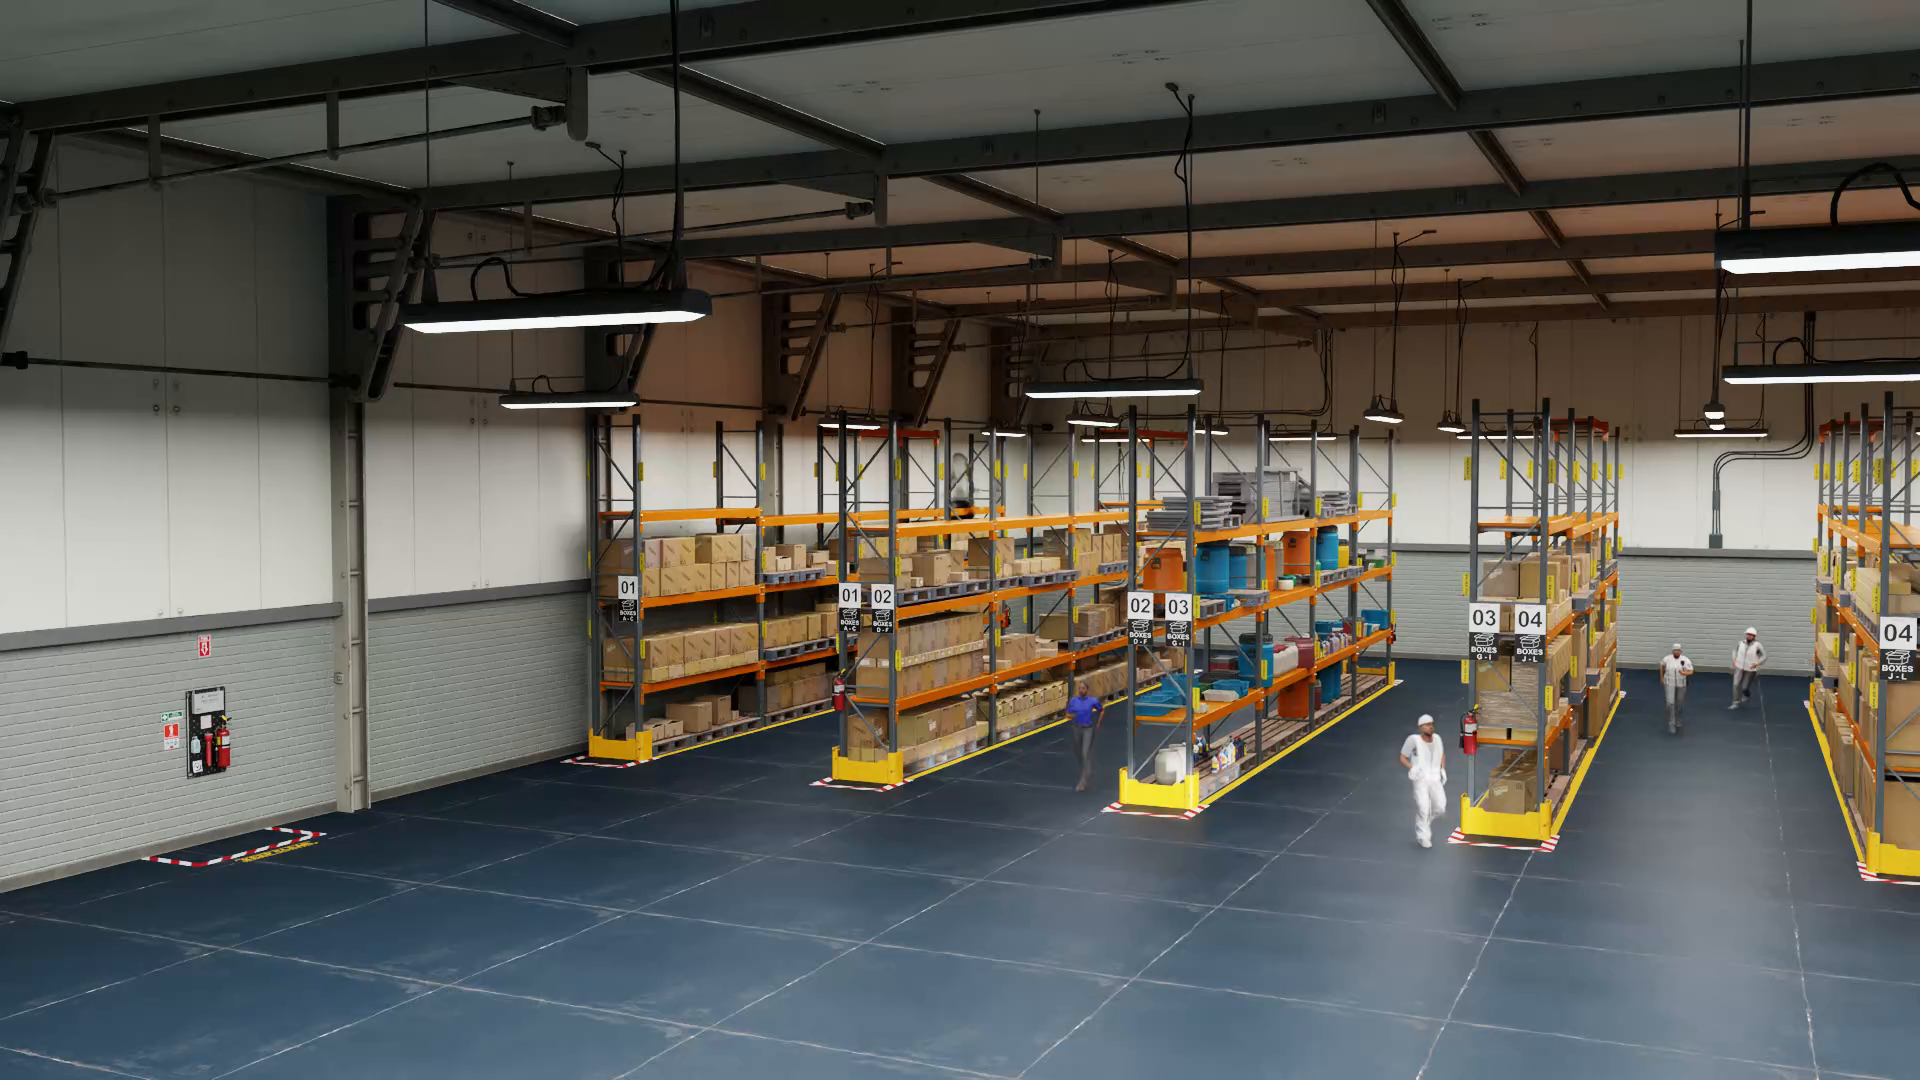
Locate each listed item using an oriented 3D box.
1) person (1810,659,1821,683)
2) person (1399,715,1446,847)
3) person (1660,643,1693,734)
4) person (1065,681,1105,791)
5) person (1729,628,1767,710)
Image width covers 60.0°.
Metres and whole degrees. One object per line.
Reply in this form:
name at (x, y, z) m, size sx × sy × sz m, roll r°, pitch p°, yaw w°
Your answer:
person at (18.797, 2.740, 36.171) m, size 0.542 × 1.547 × 0.602 m, roll 0°, pitch 2°, yaw 11°
person at (6.238, 3.217, 22.271) m, size 0.705 × 1.756 × 0.592 m, roll -1°, pitch 2°, yaw -13°
person at (13.824, 2.841, 32.098) m, size 0.580 × 1.710 × 0.838 m, roll 1°, pitch 2°, yaw 19°
person at (1.962, 3.068, 26.368) m, size 0.566 × 1.669 × 0.910 m, roll 1°, pitch 3°, yaw 24°
person at (16.619, 2.705, 35.045) m, size 0.716 × 1.731 × 0.780 m, roll 2°, pitch 3°, yaw 42°
